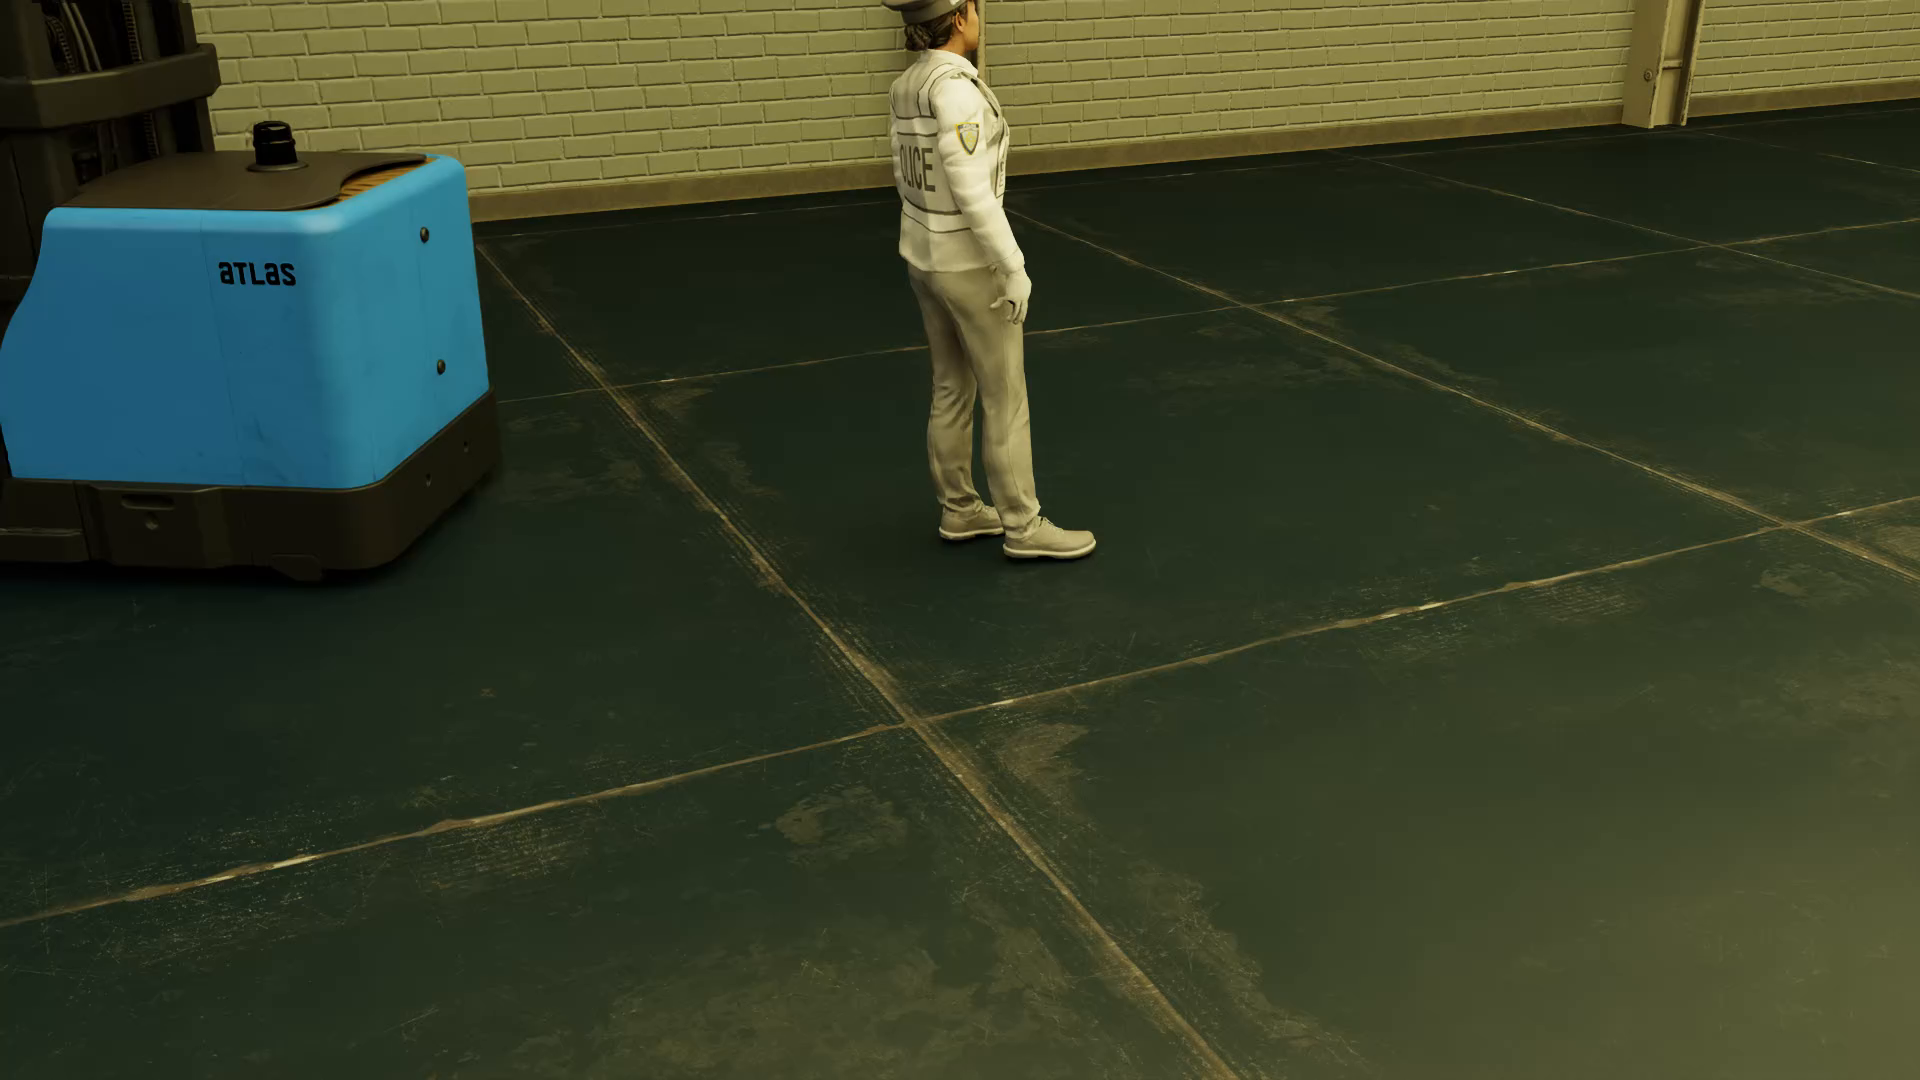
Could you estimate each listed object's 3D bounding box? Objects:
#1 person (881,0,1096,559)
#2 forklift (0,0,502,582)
[{"bbox_3d":[0.065,-0.798,4.800,0.529,1.694,0.587,-10,25,-23],"label":"person"},{"bbox_3d":[-3.090,-1.455,4.788,3.031,2.935,1.130,2,23,5],"label":"forklift"}]
